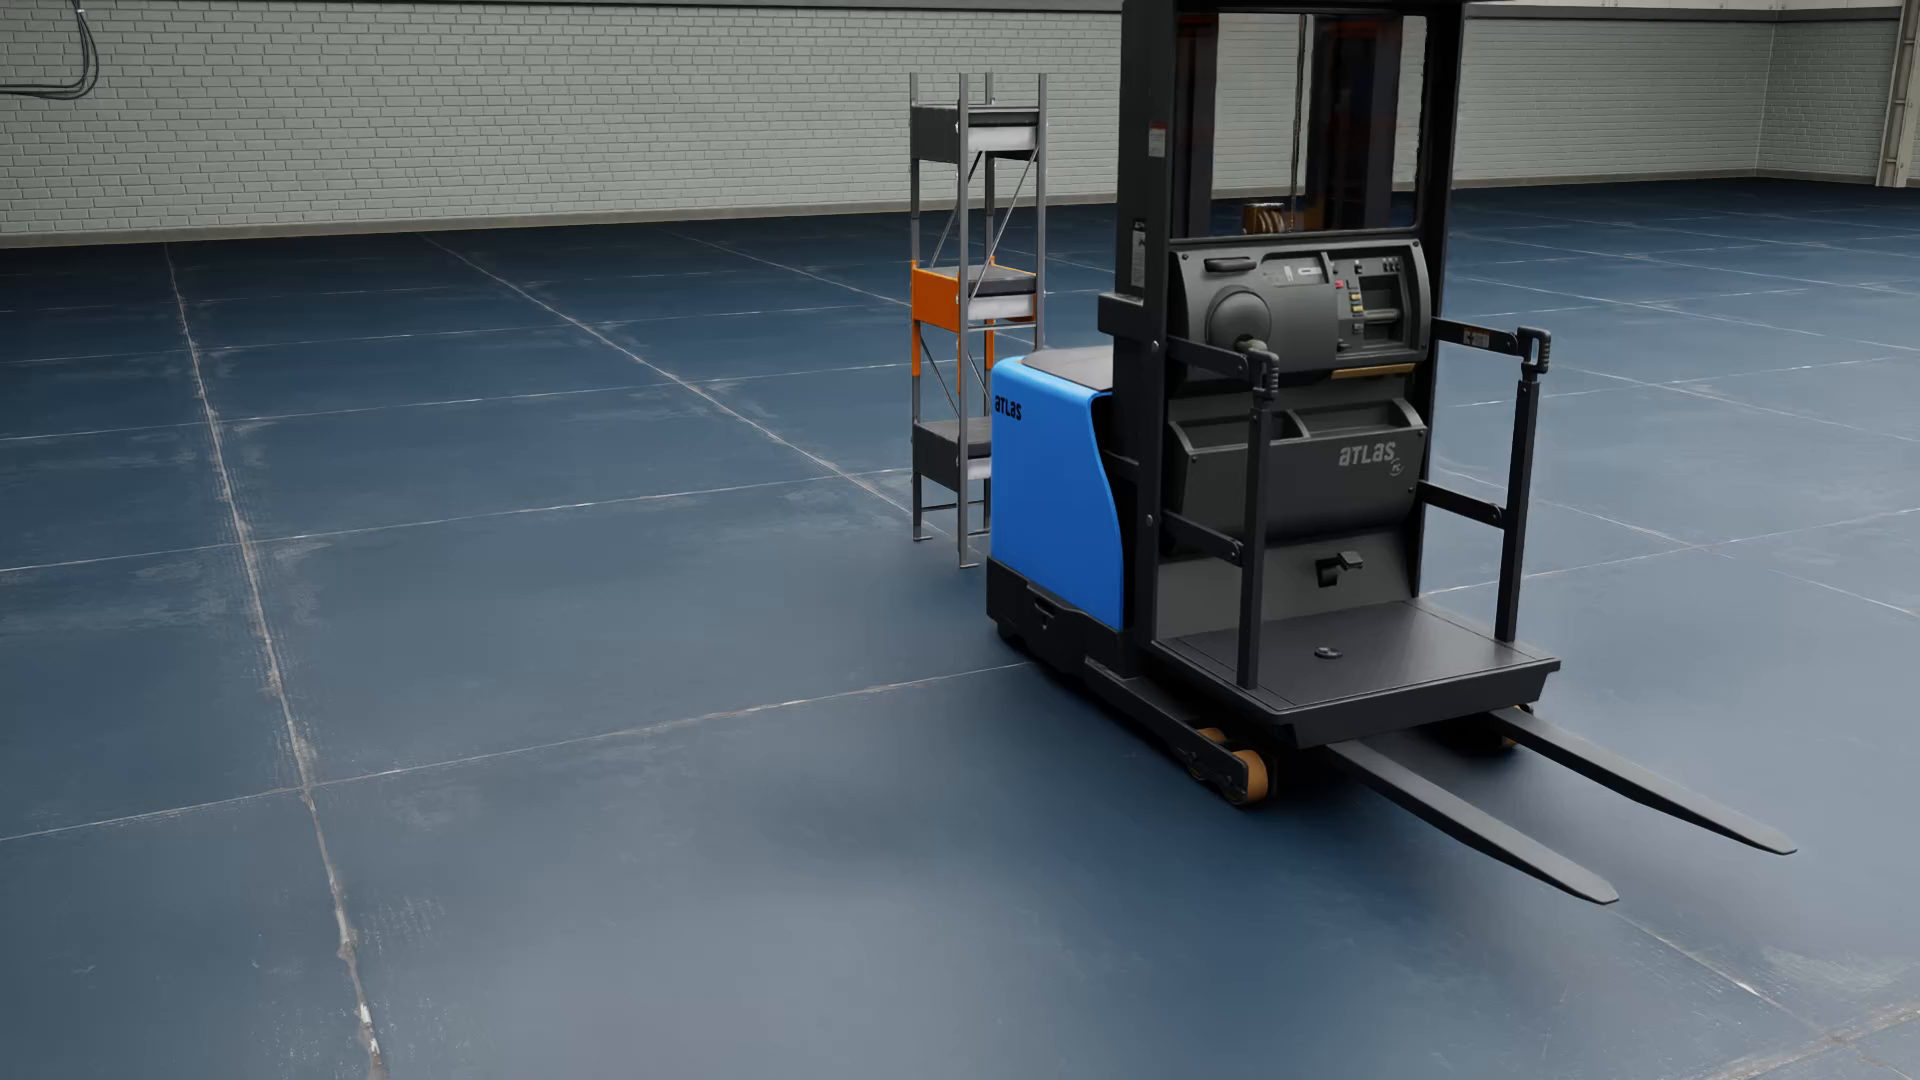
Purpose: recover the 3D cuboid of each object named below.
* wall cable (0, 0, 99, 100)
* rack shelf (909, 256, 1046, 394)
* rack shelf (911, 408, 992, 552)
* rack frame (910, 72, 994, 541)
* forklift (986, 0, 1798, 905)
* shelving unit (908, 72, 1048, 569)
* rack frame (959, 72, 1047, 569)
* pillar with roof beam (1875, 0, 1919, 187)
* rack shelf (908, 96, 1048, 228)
[{"bbox_3d":[-11.661,-6.284,18.963,3.097,2.526,0.112,-8,18,-25],"label":"wall cable"},{"bbox_3d":[0.073,-0.955,7.322,0.431,0.518,0.480,-8,18,-25],"label":"rack shelf"},{"bbox_3d":[0.073,-0.282,7.515,0.431,0.518,0.480,-8,18,-25],"label":"rack shelf"},{"bbox_3d":[-0.034,-1.029,7.529,0.400,2.100,0.015,-8,18,-25],"label":"rack frame"},{"bbox_3d":[1.184,-0.751,5.053,1.130,2.935,3.031,-7,18,-24],"label":"forklift"},{"bbox_3d":[0.073,-0.968,7.318,0.431,2.100,0.503,-8,18,-25],"label":"shelving unit"},{"bbox_3d":[0.179,-0.908,7.107,0.400,2.100,0.015,-8,18,-25],"label":"rack frame"},{"bbox_3d":[12.887,-10.172,26.884,9.100,9.000,0.400,-8,18,-25],"label":"pillar with roof beam"},{"bbox_3d":[0.072,-1.628,7.129,0.431,0.518,0.480,-8,18,-25],"label":"rack shelf"}]
